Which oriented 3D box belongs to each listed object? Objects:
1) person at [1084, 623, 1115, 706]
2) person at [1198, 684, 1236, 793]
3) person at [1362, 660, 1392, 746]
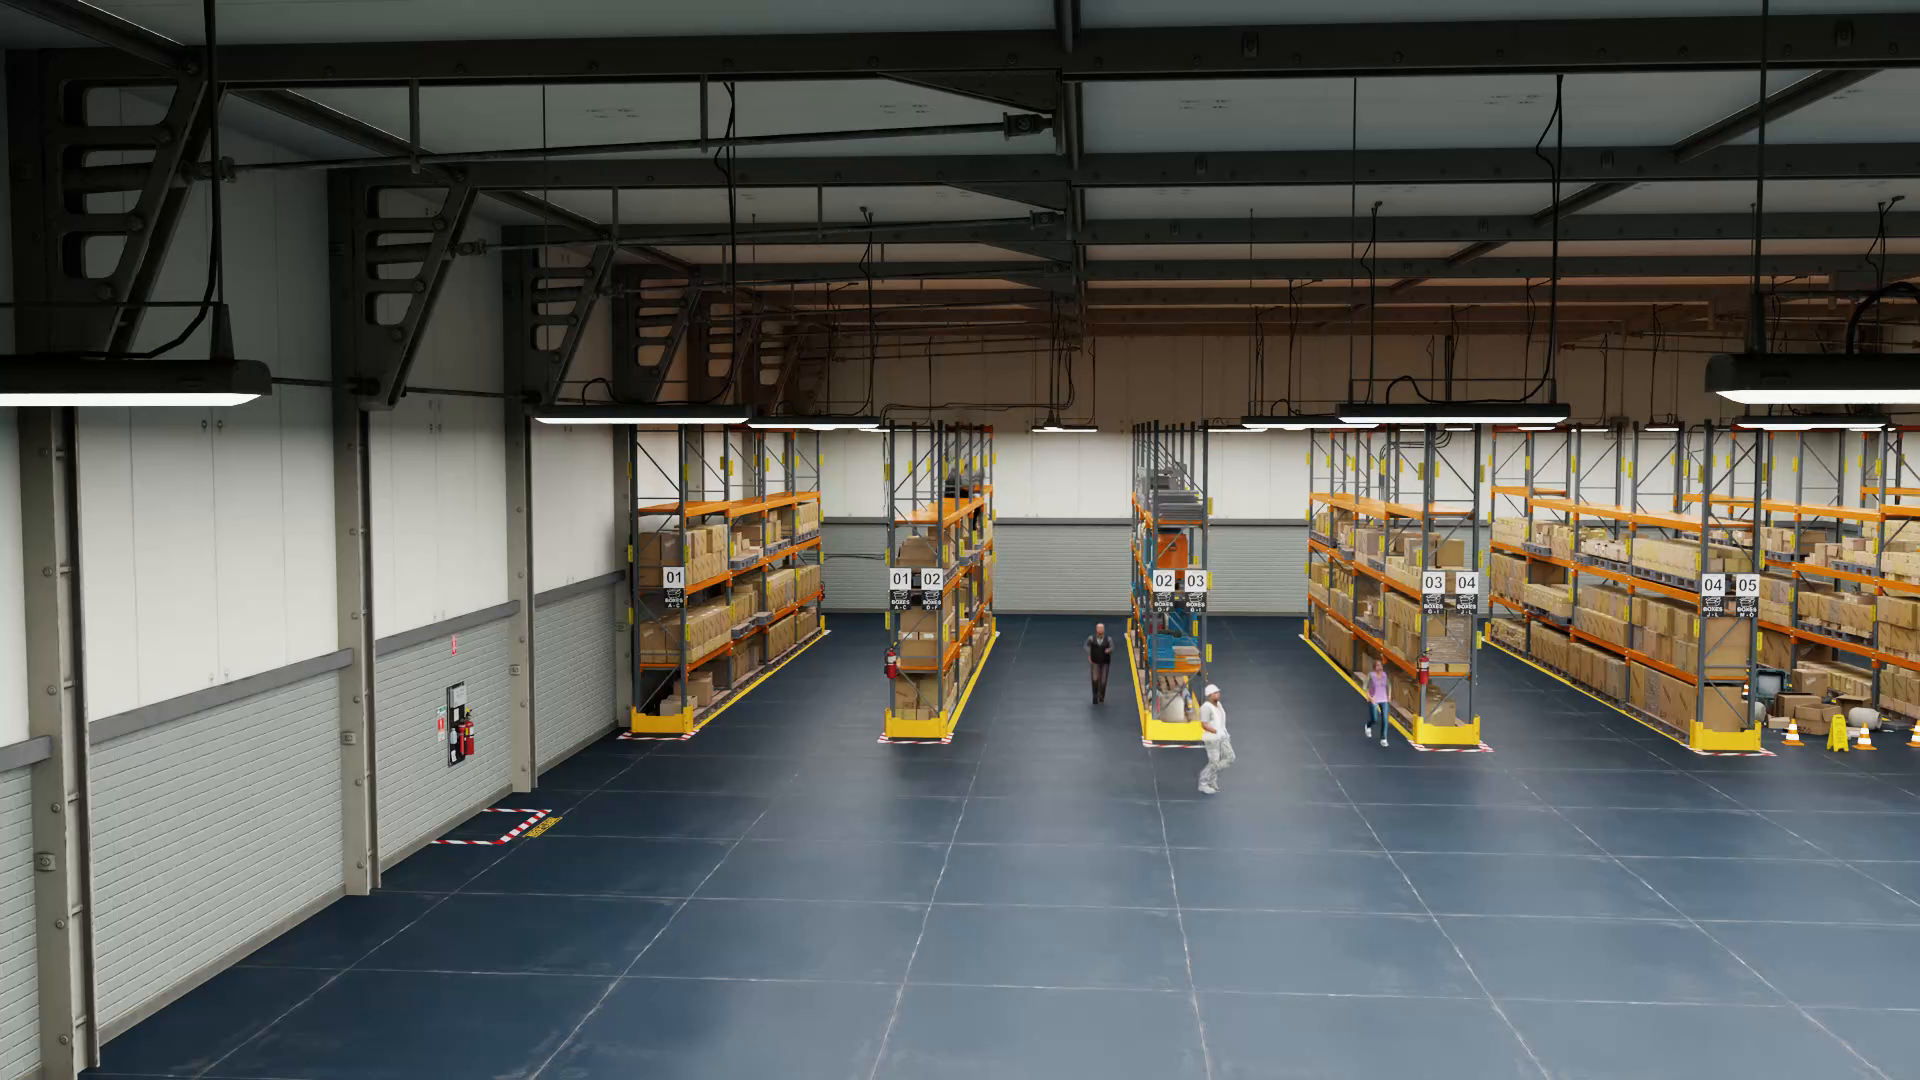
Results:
[{"bbox_3d":[2.960,2.647,35.192,0.638,1.751,0.686,0,4,1],"label":"person"},{"bbox_3d":[4.091,3.166,26.515,0.590,1.736,0.695,2,4,33],"label":"person"},{"bbox_3d":[7.727,2.999,30.813,0.551,1.583,0.564,0,4,-5],"label":"person"}]
